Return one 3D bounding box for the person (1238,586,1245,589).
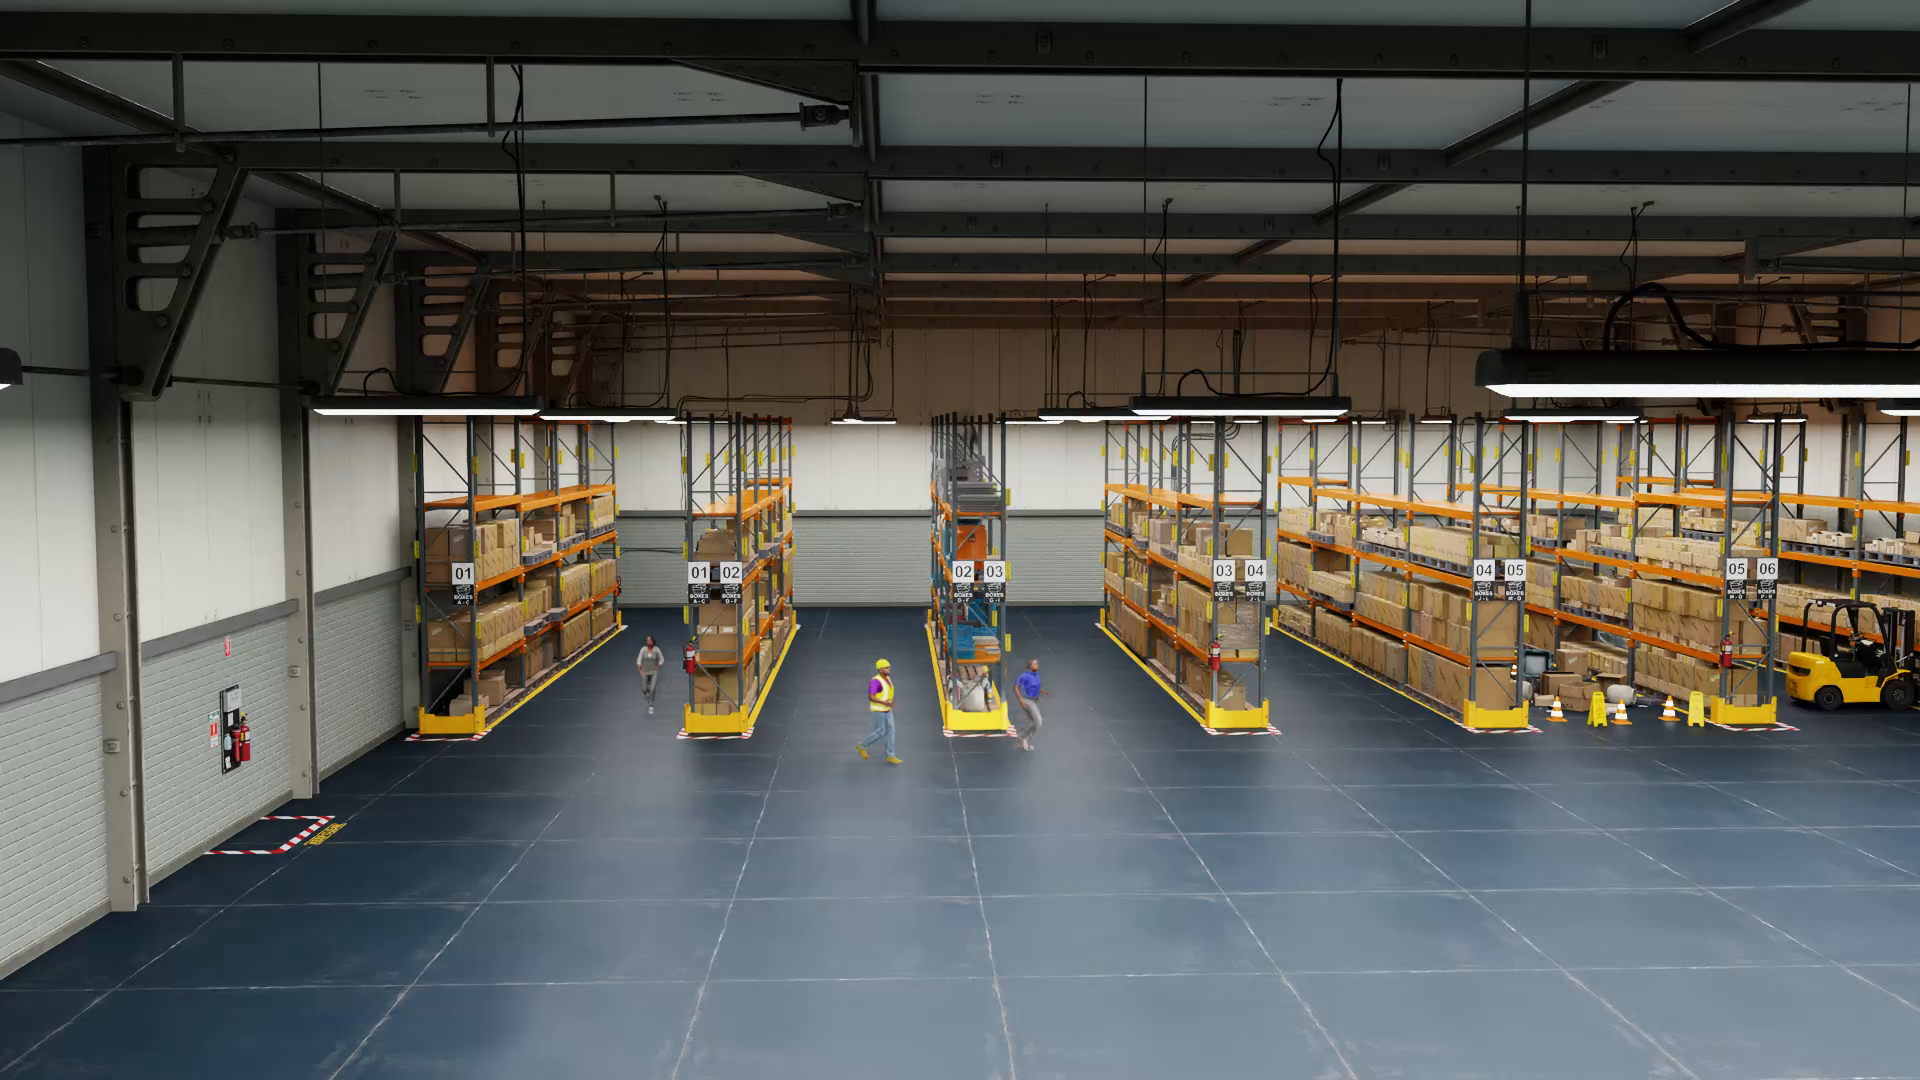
[{"bbox_3d":[7.852,1.754,46.054,0.599,1.743,0.721,1,4,7],"label":"person"}]

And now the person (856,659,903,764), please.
[{"bbox_3d":[-1.359,2.915,28.349,0.837,1.775,0.725,2,4,24],"label":"person"}]

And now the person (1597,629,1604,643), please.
[{"bbox_3d":[16.247,1.973,42.198,0.674,1.751,0.716,0,4,-3],"label":"person"}]

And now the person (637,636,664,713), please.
[{"bbox_3d":[-6.217,2.685,33.416,0.543,1.535,0.574,0,4,-4],"label":"person"}]

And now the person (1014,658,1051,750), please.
[{"bbox_3d":[1.302,2.903,29.435,0.603,1.625,0.582,2,5,31],"label":"person"}]
